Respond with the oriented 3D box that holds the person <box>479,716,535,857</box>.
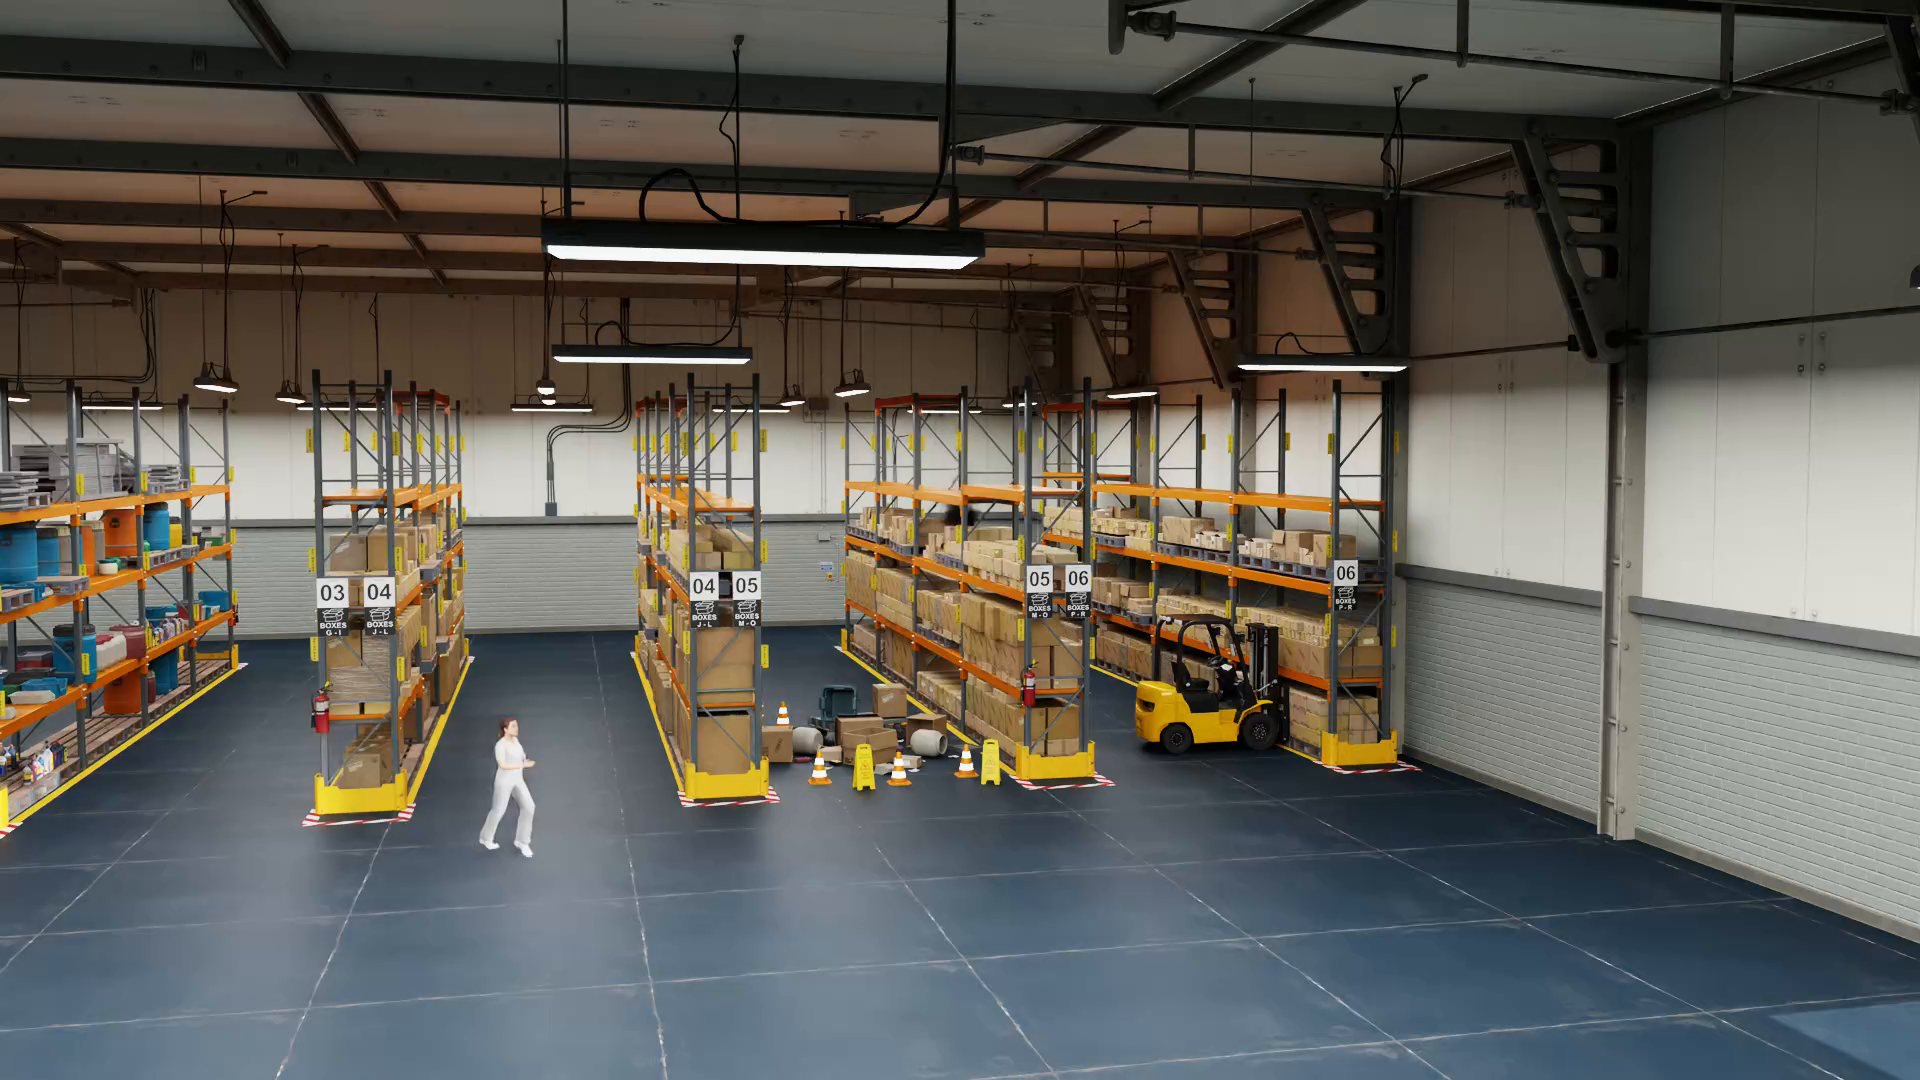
[{"bbox_3d":[-5.502,2.996,20.235,0.836,1.722,0.528,2,4,25],"label":"person"}]
